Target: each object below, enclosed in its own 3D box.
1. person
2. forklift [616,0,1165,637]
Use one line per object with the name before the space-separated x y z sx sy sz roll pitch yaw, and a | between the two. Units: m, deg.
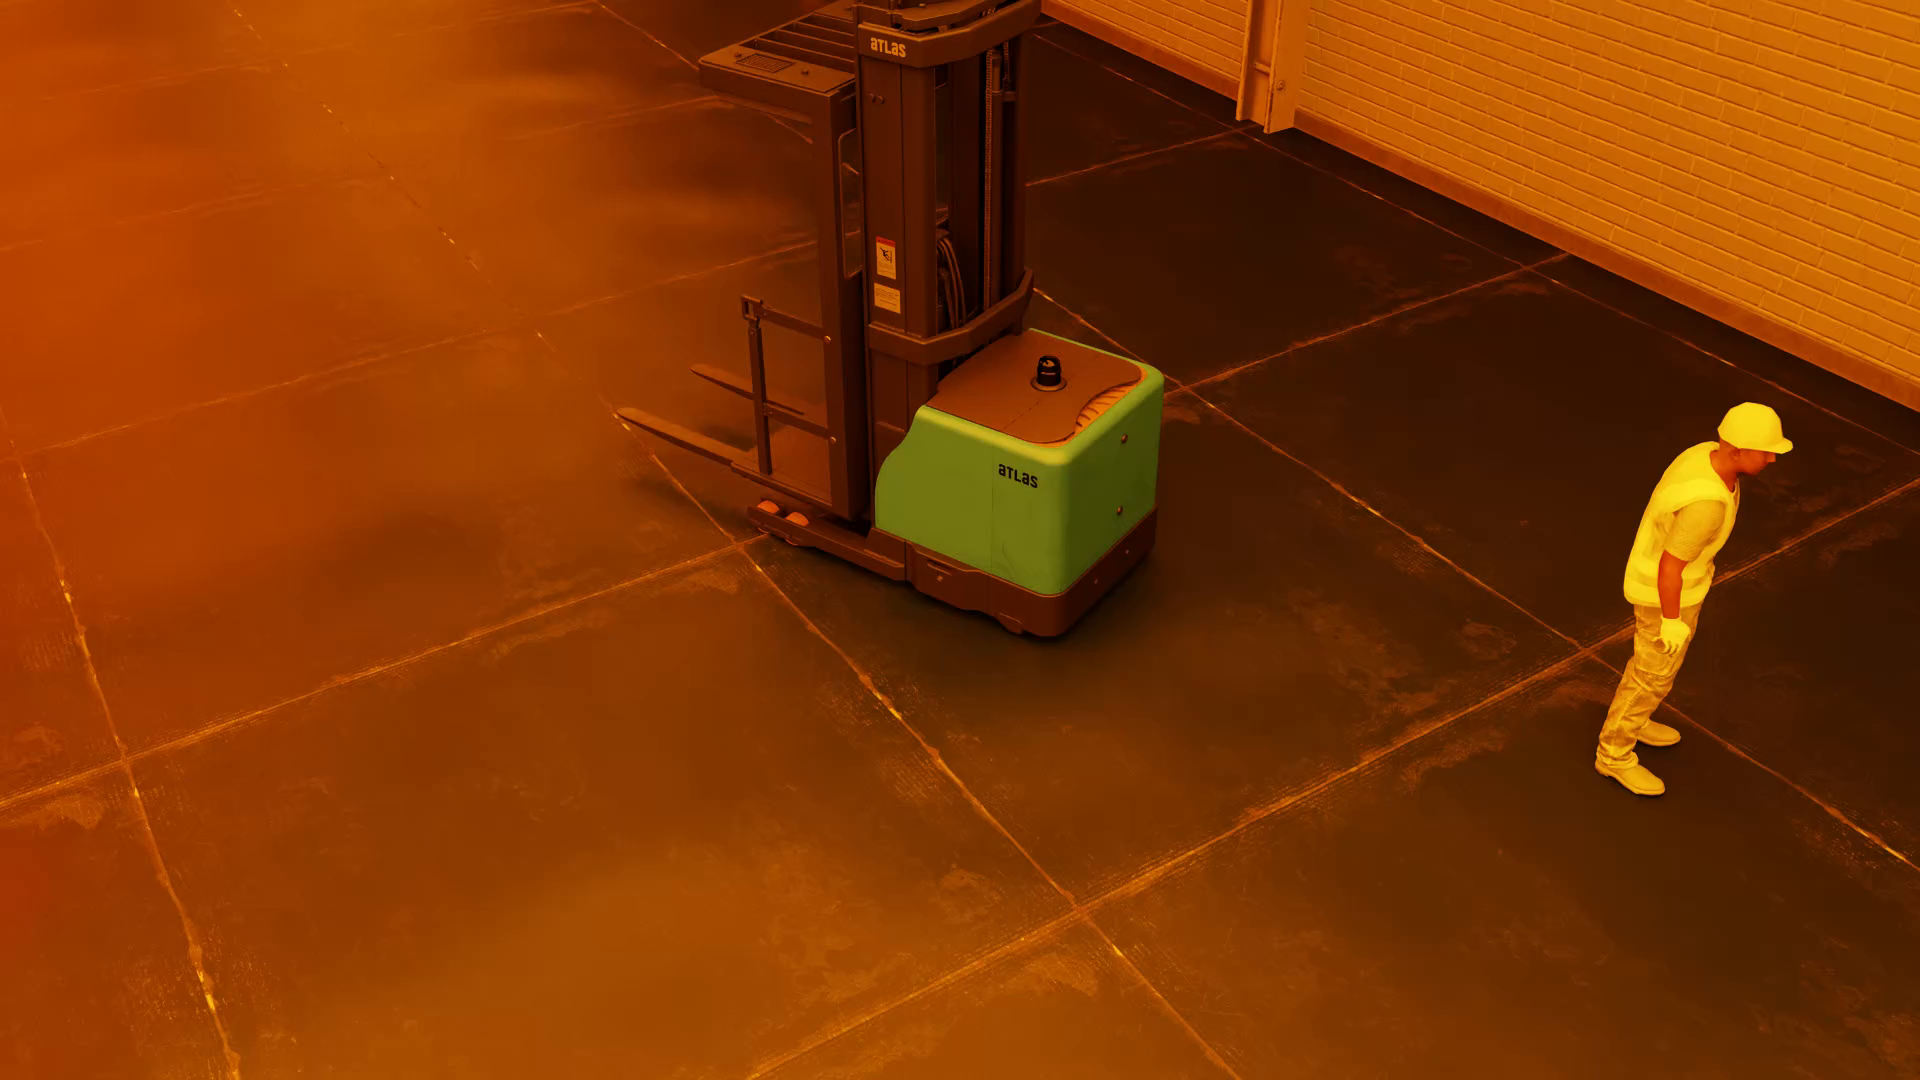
person | 2.973 0.211 6.857 0.452 1.774 0.618 18 39 24
forklift | -0.500 -1.399 8.138 3.031 2.935 1.130 22 41 28
